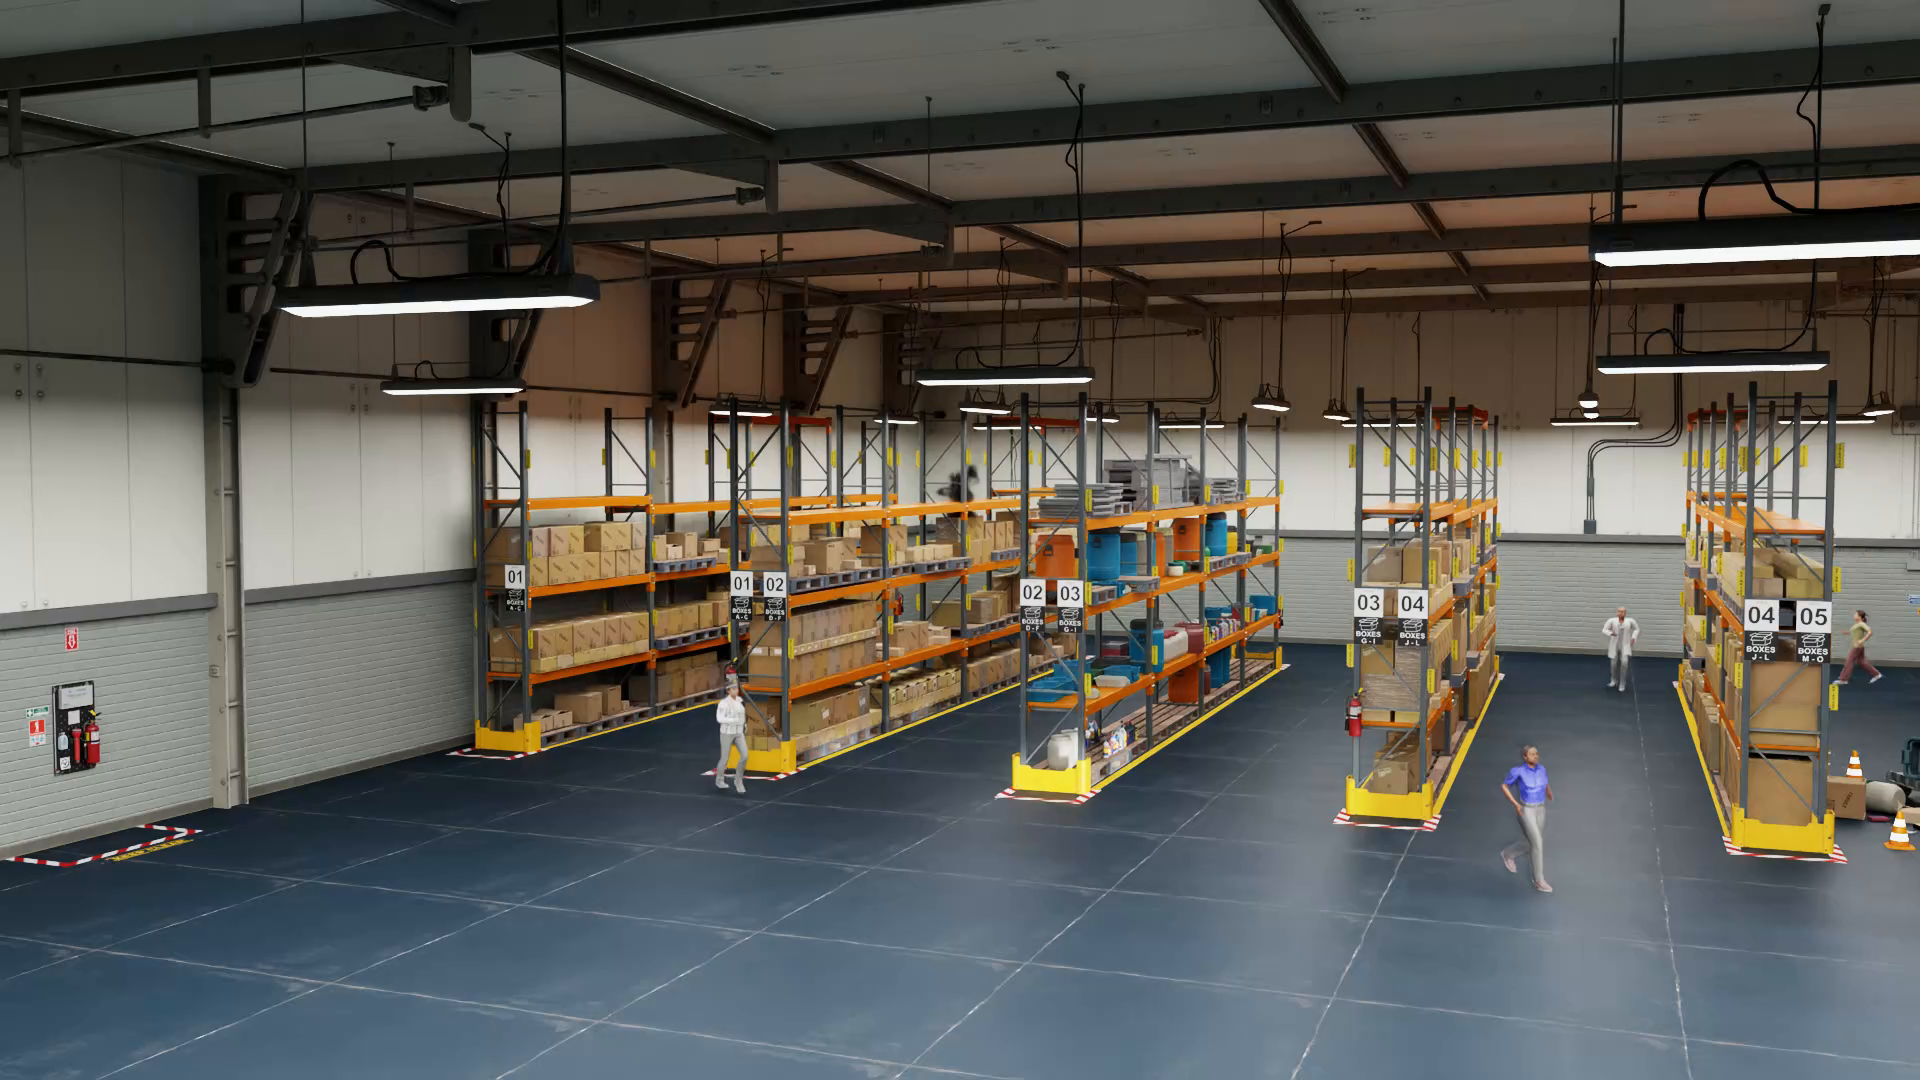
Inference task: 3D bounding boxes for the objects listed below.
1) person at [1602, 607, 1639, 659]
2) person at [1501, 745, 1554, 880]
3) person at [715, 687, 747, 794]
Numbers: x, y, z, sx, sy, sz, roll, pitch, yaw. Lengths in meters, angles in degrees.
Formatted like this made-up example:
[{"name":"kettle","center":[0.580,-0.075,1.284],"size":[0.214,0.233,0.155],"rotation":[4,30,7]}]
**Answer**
[{"name":"person","center":[14.320,2.023,36.071],"size":[0.732,1.145,0.632],"rotation":[1,3,27]},{"name":"person","center":[6.680,3.180,19.589],"size":[0.545,1.568,0.688],"rotation":[-1,3,-23]},{"name":"person","center":[-3.381,2.968,24.996],"size":[0.454,1.697,0.694],"rotation":[-2,4,-39]}]
